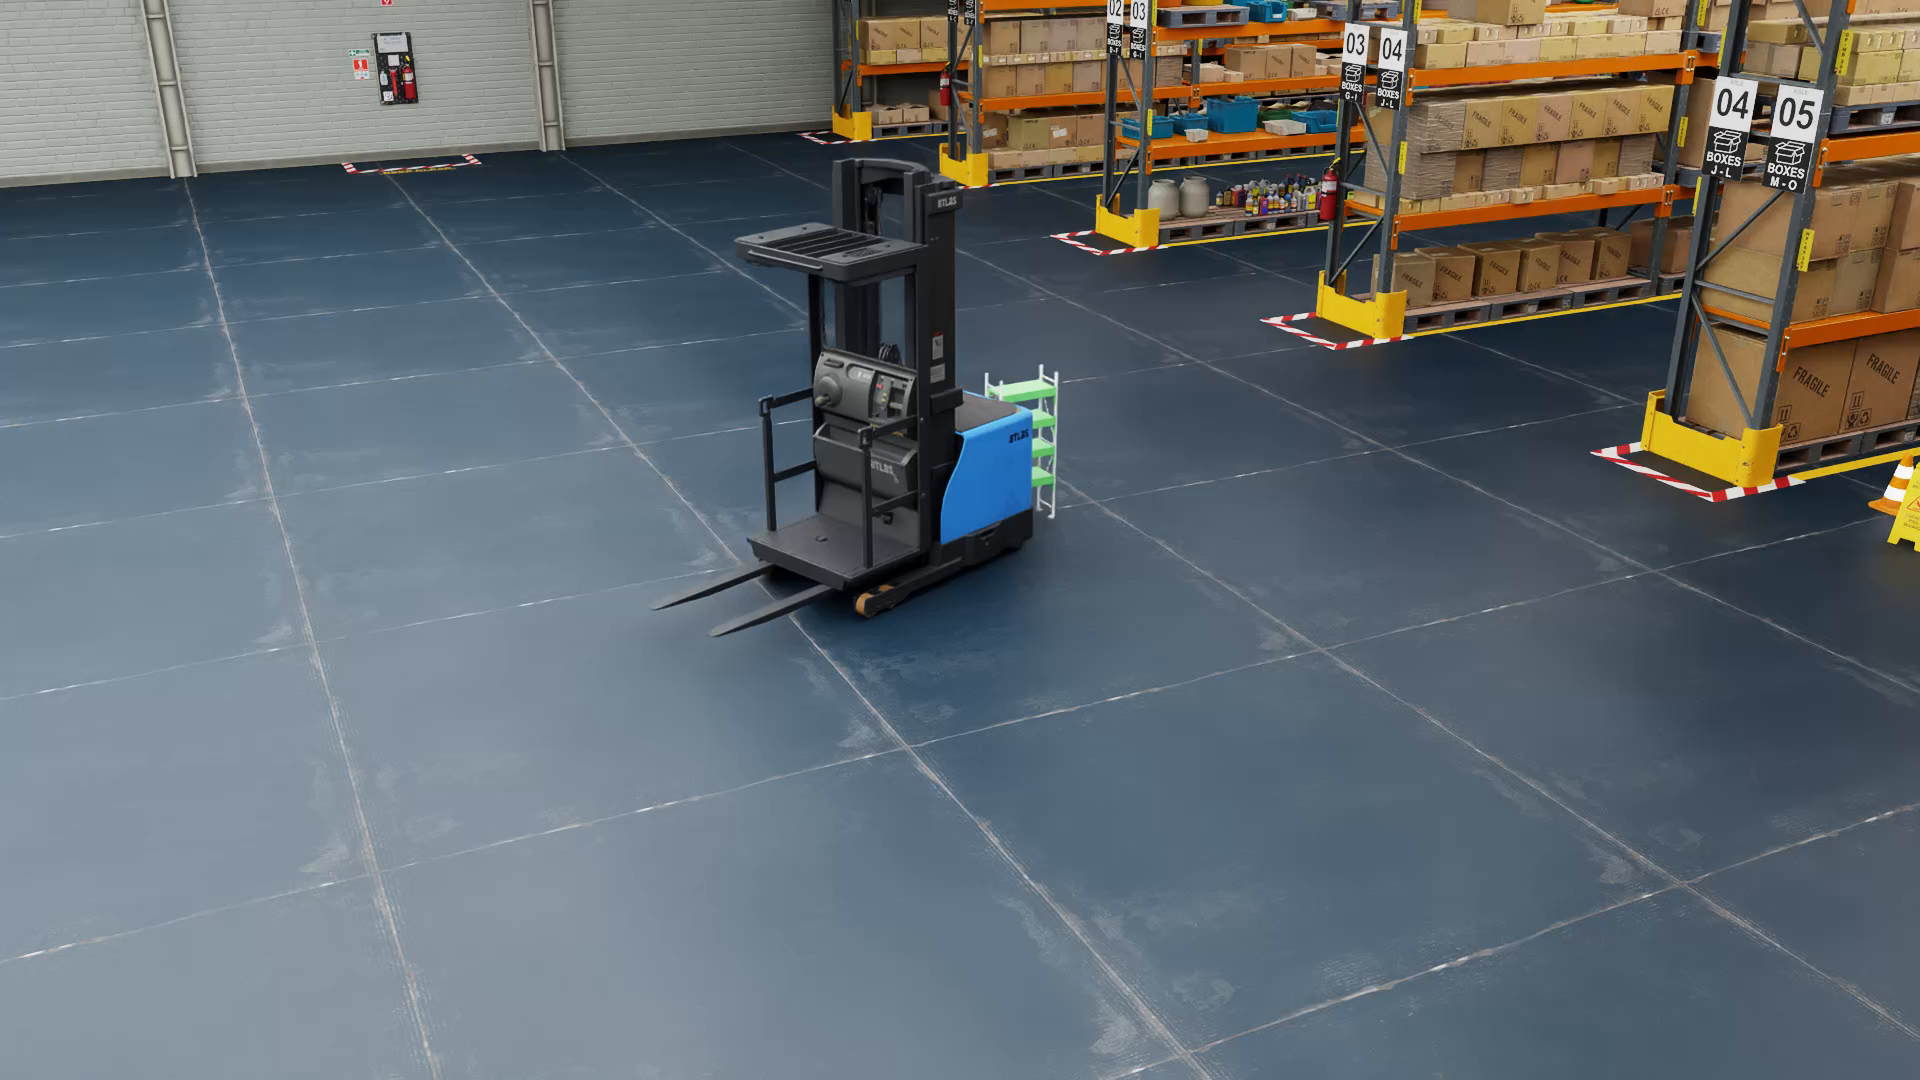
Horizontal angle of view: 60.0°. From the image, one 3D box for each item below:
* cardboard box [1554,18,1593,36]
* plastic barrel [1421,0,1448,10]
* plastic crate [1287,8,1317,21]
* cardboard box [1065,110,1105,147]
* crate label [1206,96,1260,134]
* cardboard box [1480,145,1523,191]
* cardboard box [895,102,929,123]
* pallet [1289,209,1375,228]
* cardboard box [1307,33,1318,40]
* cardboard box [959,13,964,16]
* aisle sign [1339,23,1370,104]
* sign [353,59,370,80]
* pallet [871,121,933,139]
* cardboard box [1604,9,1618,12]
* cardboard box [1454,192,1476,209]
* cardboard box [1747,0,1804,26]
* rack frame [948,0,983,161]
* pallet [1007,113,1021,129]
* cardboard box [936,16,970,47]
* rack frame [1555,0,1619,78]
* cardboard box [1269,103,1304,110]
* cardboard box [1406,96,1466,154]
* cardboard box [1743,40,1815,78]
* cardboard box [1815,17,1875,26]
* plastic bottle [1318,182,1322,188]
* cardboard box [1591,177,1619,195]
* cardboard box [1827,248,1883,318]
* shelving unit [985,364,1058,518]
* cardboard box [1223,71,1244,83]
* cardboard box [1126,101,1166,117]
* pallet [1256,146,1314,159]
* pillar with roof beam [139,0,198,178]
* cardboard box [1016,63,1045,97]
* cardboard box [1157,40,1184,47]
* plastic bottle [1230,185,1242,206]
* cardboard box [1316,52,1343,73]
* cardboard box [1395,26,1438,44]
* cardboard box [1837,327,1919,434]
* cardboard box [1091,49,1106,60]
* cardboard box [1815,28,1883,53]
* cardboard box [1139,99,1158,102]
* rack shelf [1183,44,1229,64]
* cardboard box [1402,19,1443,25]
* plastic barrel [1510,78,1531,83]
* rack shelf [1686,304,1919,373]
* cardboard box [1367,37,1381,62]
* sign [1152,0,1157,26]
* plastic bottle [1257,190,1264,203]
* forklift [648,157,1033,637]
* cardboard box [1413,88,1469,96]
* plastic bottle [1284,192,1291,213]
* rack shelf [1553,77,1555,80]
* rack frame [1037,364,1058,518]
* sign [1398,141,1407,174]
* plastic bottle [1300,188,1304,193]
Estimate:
[{"bbox_3d":[6.622,-5.559,18.009,0.250,0.149,0.380,-9,24,-21],"label":"cardboard box"},{"bbox_3d":[6.780,-8.024,23.635,0.600,0.901,0.600,0,22,0],"label":"plastic barrel"},{"bbox_3d":[4.556,-6.997,22.155,0.396,0.136,0.243,-10,25,-24],"label":"plastic crate"},{"bbox_3d":[2.010,-6.713,27.111,0.500,0.500,0.500,-10,25,-24],"label":"cardboard box"},{"bbox_3d":[3.764,-5.890,23.011,0.616,0.435,0.502,-10,25,-24],"label":"crate label"},{"bbox_3d":[5.746,-4.226,18.517,0.500,0.500,0.875,-10,25,-24],"label":"cardboard box"},{"bbox_3d":[-0.898,-8.028,31.164,0.500,0.311,0.500,-8,24,-19],"label":"cardboard box"},{"bbox_3d":[5.204,-4.753,23.956,1.213,0.211,1.003,-10,25,-24],"label":"pallet"},{"bbox_3d":[7.149,-10.384,34.215,0.250,0.149,0.380,-10,24,-22],"label":"cardboard box"},{"bbox_3d":[0.097,-9.668,31.373,0.500,0.500,0.500,-10,24,-22],"label":"cardboard box"},{"bbox_3d":[4.185,-5.062,17.659,0.004,0.787,0.394,-10,25,-24],"label":"aisle sign"},{"bbox_3d":[-10.011,-7.872,27.798,0.234,0.329,0.001,-10,25,-24],"label":"sign"},{"bbox_3d":[-1.258,-7.736,31.163,1.213,0.211,1.003,-10,25,-24],"label":"pallet"},{"bbox_3d":[7.549,-5.985,19.039,0.250,0.149,0.380,-11,25,-25],"label":"cardboard box"},{"bbox_3d":[5.413,-3.737,18.184,0.250,0.149,0.380,-10,25,-24],"label":"cardboard box"},{"bbox_3d":[9.290,-6.260,19.344,0.637,0.503,0.797,-9,24,-21],"label":"cardboard box"},{"bbox_3d":[0.078,-7.183,26.180,0.127,3.000,1.000,-10,25,-24],"label":"rack frame"},{"bbox_3d":[0.940,-8.141,32.140,1.213,0.211,1.003,-10,25,-24],"label":"pallet"},{"bbox_3d":[-0.135,-9.403,30.734,0.500,0.500,0.500,-10,24,-22],"label":"cardboard box"},{"bbox_3d":[9.431,-6.802,25.260,0.127,3.000,1.000,-10,25,-24],"label":"rack frame"},{"bbox_3d":[5.757,-7.533,29.339,0.500,0.311,0.500,-11,25,-25],"label":"cardboard box"},{"bbox_3d":[4.985,-4.411,17.657,0.500,0.500,0.500,-10,25,-24],"label":"cardboard box"},{"bbox_3d":[6.751,-3.914,13.489,0.500,0.250,0.500,-10,25,-23],"label":"cardboard box"},{"bbox_3d":[7.277,-4.220,13.708,0.250,0.149,0.380,-10,24,-23],"label":"cardboard box"},{"bbox_3d":[5.258,-5.130,24.305,0.097,0.201,0.097,0,22,0],"label":"plastic bottle"},{"bbox_3d":[7.251,-4.040,18.916,0.250,0.149,0.380,-10,25,-24],"label":"cardboard box"},{"bbox_3d":[7.232,-2.287,14.157,0.550,0.550,0.875,-10,25,-24],"label":"cardboard box"},{"bbox_3d":[0.471,-0.725,12.932,0.503,1.200,0.258,-12,25,-27],"label":"shelving unit"},{"bbox_3d":[4.569,-7.807,28.016,0.250,0.149,0.380,-10,25,-24],"label":"cardboard box"},{"bbox_3d":[3.128,-7.147,28.160,0.500,0.500,0.500,-10,25,-24],"label":"cardboard box"},{"bbox_3d":[5.430,-6.897,29.137,1.213,0.211,1.003,-10,25,-24],"label":"pallet"},{"bbox_3d":[-10.764,-8.601,21.763,0.400,9.000,9.100,-10,25,-24],"label":"pillar with roof beam"},{"bbox_3d":[0.975,-7.391,26.552,0.500,0.500,0.700,-10,24,-22],"label":"cardboard box"},{"bbox_3d":[3.285,-8.416,27.333,0.500,0.500,0.700,-10,25,-23],"label":"cardboard box"},{"bbox_3d":[3.926,-4.908,23.671,0.135,0.276,0.152,-10,25,-23],"label":"plastic bottle"},{"bbox_3d":[6.396,-8.387,29.206,0.500,0.311,0.500,-11,25,-24],"label":"cardboard box"},{"bbox_3d":[4.719,-5.235,17.228,0.250,0.149,0.380,-11,25,-24],"label":"cardboard box"},{"bbox_3d":[7.805,-1.536,14.768,0.875,0.875,0.875,-11,25,-24],"label":"cardboard box"},{"bbox_3d":[2.147,-7.818,26.736,0.250,0.149,0.380,-10,24,-22],"label":"cardboard box"},{"bbox_3d":[6.870,-3.866,12.852,0.250,0.149,0.380,-10,25,-23],"label":"cardboard box"},{"bbox_3d":[3.558,-8.990,33.238,0.500,0.500,0.700,-11,25,-24],"label":"cardboard box"},{"bbox_3d":[3.332,-9.552,32.845,4.000,0.370,1.077,-10,25,-24],"label":"rack shelf"},{"bbox_3d":[4.970,-5.508,17.888,0.250,0.149,0.380,-12,25,-26],"label":"cardboard box"},{"bbox_3d":[8.217,-6.540,24.480,0.421,0.512,0.421,0,22,0],"label":"plastic barrel"},{"bbox_3d":[8.233,-2.041,14.700,4.000,0.370,1.077,-10,25,-24],"label":"rack shelf"},{"bbox_3d":[4.695,-5.252,17.791,0.500,0.250,0.500,-10,24,-22],"label":"cardboard box"},{"bbox_3d":[2.457,-6.675,21.020,0.005,0.325,0.100,-10,25,-24],"label":"sign"},{"bbox_3d":[4.291,-4.891,23.727,0.097,0.201,0.097,0,22,0],"label":"plastic bottle"},{"bbox_3d":[-0.813,-1.040,11.430,1.130,2.935,3.031,19,29,39],"label":"forklift"},{"bbox_3d":[5.207,-4.675,18.295,0.500,0.500,0.500,-10,25,-24],"label":"cardboard box"},{"bbox_3d":[4.573,-4.718,23.218,0.097,0.271,0.097,0,22,0],"label":"plastic bottle"},{"bbox_3d":[9.088,-8.509,30.325,4.000,0.370,1.077,-10,25,-24],"label":"rack shelf"},{"bbox_3d":[0.685,-0.770,13.041,0.015,1.200,0.240,-12,25,-27],"label":"rack frame"},{"bbox_3d":[4.606,-3.981,17.314,0.005,0.325,0.100,-10,25,-24],"label":"sign"},{"bbox_3d":[4.840,-4.826,23.464,0.133,0.283,0.061,-10,25,-24],"label":"plastic bottle"}]
